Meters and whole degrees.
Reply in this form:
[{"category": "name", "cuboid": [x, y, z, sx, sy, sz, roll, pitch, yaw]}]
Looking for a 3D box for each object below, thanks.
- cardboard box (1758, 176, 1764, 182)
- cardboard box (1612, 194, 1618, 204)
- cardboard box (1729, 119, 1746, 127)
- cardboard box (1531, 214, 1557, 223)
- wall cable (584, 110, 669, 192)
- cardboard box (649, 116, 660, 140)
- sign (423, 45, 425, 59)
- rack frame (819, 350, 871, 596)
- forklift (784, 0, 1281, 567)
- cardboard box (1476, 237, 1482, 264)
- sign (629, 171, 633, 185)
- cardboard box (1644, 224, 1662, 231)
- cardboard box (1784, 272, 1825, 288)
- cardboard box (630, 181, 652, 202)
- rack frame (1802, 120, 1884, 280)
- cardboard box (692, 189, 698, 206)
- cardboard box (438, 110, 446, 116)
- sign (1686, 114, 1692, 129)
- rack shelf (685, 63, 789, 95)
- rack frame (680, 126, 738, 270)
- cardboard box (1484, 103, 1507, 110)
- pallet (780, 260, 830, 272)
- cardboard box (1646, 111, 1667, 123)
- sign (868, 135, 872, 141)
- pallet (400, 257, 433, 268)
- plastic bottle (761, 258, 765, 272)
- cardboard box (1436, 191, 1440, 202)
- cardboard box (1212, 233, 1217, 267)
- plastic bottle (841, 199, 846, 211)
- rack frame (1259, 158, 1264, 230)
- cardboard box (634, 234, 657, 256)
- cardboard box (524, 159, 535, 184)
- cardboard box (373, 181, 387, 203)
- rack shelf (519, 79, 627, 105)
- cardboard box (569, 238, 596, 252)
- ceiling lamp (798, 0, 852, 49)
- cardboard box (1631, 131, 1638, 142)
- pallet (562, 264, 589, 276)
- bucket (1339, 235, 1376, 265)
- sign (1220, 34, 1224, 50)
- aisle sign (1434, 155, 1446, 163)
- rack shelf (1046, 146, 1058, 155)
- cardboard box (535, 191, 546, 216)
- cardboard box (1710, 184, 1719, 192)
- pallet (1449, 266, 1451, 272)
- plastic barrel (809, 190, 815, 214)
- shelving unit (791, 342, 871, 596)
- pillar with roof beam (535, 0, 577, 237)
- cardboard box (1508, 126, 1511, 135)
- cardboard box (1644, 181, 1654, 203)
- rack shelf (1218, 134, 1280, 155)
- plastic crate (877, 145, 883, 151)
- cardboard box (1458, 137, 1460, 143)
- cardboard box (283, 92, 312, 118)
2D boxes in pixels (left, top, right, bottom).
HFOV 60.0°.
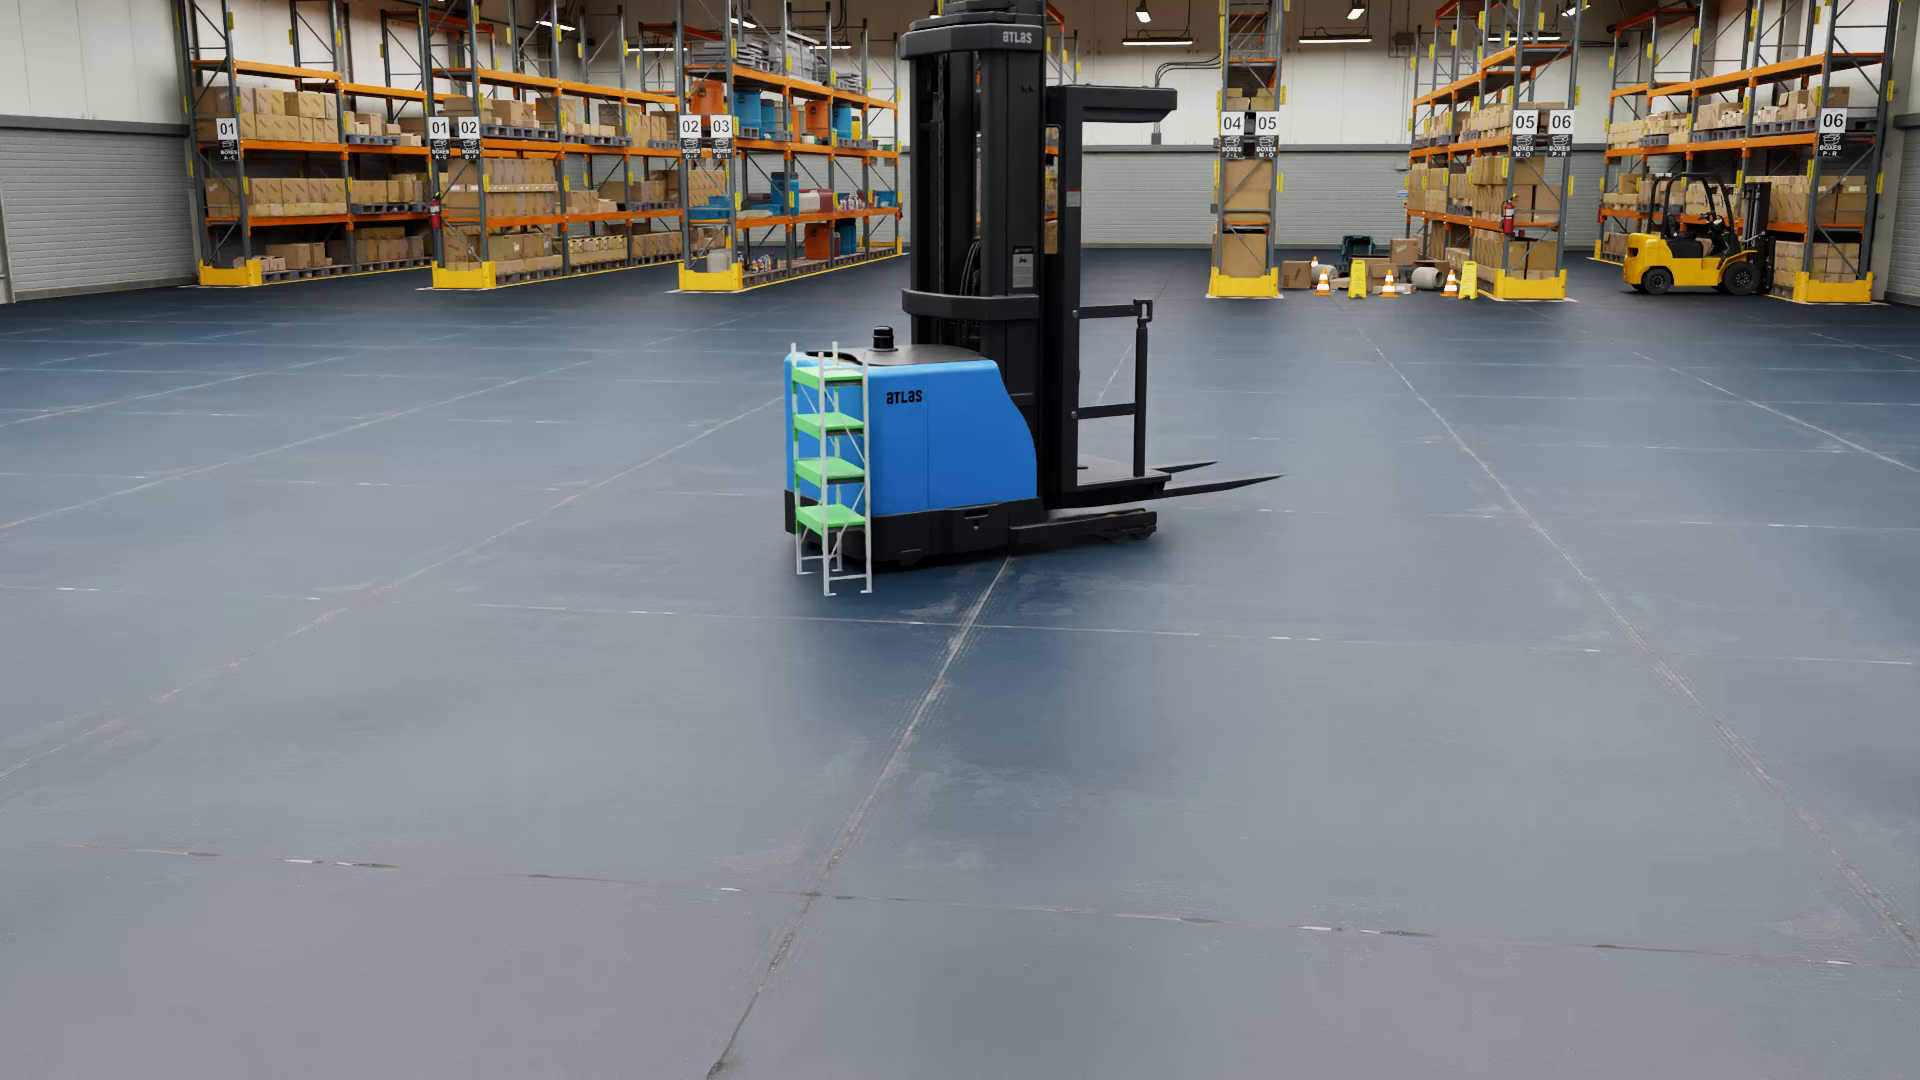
[{"category": "cardboard box", "cuboid": [15.057, -6.681, 30.889, 0.380, 0.149, 0.250, 2, 12, 10]}, {"category": "cardboard box", "cuboid": [16.879, -8.661, 42.211, 0.500, 0.250, 0.500, 2, 12, 8]}, {"category": "cardboard box", "cuboid": [15.391, -8.223, 32.774, 0.380, 0.149, 0.250, 2, 12, 9]}, {"category": "cardboard box", "cuboid": [10.258, -5.656, 29.212, 0.380, 0.149, 0.250, 2, 12, 9]}, {"category": "wall cable", "cuboid": [-10.790, -12.428, 53.172, 3.097, 2.526, 0.112, 2, 12, 9]}, {"category": "cardboard box", "cuboid": [-7.964, -10.382, 41.957, 0.600, 0.600, 0.600, 2, 12, 8]}, {"category": "sign", "cuboid": [-12.706, -11.595, 39.530, 0.100, 0.325, 0.005, 2, 12, 9]}, {"category": "rack frame", "cuboid": [-0.560, -0.320, 8.127, 0.240, 1.200, 0.015, -5, 13, -21]}, {"category": "forklift", "cuboid": [0.532, -1.503, 9.510, 3.031, 2.935, 1.130, -8, 14, -31]}, {"category": "cardboard box", "cuboid": [10.188, -5.549, 31.871, 0.500, 0.500, 0.500, 2, 12, 11]}, {"category": "sign", "cuboid": [-7.799, -8.571, 39.397, 0.100, 0.325, 0.005, 2, 12, 9]}, {"category": "cardboard box", "cuboid": [16.494, -7.430, 39.541, 0.380, 0.149, 0.250, 2, 12, 8]}, {"category": "cardboard box", "cuboid": [14.667, -4.524, 28.893, 0.500, 0.250, 0.500, 2, 12, 9]}, {"category": "cardboard box", "cuboid": [-8.033, -8.596, 41.024, 0.700, 0.500, 0.500, 4, 13, 19]}, {"category": "rack frame", "cuboid": [14.907, -5.554, 28.146, 1.000, 3.000, 0.127, 2, 12, 9]}, {"category": "cardboard box", "cuboid": [-7.310, -9.108, 44.399, 0.500, 0.500, 0.500, 2, 12, 10]}, {"category": "cardboard box", "cuboid": [-12.963, -10.817, 42.387, 0.500, 0.250, 0.500, 1, 12, 7]}, {"category": "sign", "cuboid": [15.601, -8.957, 35.587, 0.100, 0.325, 0.005, 2, 12, 9]}, {"category": "rack shelf", "cuboid": [-4.377, -8.998, 32.541, 1.077, 0.370, 4.000, 2, 12, 9]}, {"category": "rack frame", "cuboid": [-4.685, -6.196, 31.124, 1.000, 3.000, 0.127, 2, 12, 9]}, {"category": "cardboard box", "cuboid": [10.580, -8.515, 32.935, 0.500, 0.250, 0.500, 2, 12, 10]}, {"category": "pallet", "cuboid": [-3.612, -6.338, 38.402, 1.003, 0.211, 1.213, 2, 12, 9]}, {"category": "cardboard box", "cuboid": [16.361, -9.947, 39.080, 0.396, 0.266, 0.258, 2, 12, 8]}, {"category": "sign", "cuboid": [-2.296, -10.146, 42.313, 0.100, 0.325, 0.005, 2, 12, 9]}, {"category": "pallet", "cuboid": [-13.365, -6.657, 39.880, 1.003, 0.211, 1.213, 2, 12, 9]}, {"category": "plastic bottle", "cuboid": [-3.999, -5.579, 33.693, 0.097, 0.271, 0.097, 0, 12, 0]}, {"category": "cardboard box", "cuboid": [11.189, -7.874, 38.079, 0.500, 0.250, 0.500, 2, 12, 7]}, {"category": "cardboard box", "cuboid": [5.717, -5.924, 34.205, 1.050, 0.750, 0.750, 2, 12, 8]}, {"category": "plastic bottle", "cuboid": [-2.855, -8.169, 40.573, 0.152, 0.276, 0.135, 2, 12, 9]}, {"category": "rack frame", "cuboid": [6.325, -7.519, 37.263, 1.000, 3.000, 0.127, 2, 12, 9]}, {"category": "cardboard box", "cuboid": [-7.839, -7.315, 41.203, 0.500, 0.500, 0.500, 2, 12, 8]}, {"category": "cardboard box", "cuboid": [-9.179, -7.571, 34.187, 0.700, 0.500, 0.500, 2, 12, 9]}, {"category": "cardboard box", "cuboid": [-13.583, -7.973, 38.086, 0.700, 0.500, 0.500, 4, 13, 16]}, {"category": "rack shelf", "cuboid": [-8.656, -9.992, 37.153, 1.077, 0.370, 4.000, 2, 12, 9]}, {"category": "cardboard box", "cuboid": [-8.493, -6.615, 37.267, 0.500, 0.311, 0.500, 1, 12, 7]}, {"category": "ceiling lamp", "cuboid": [-4.233, -15.951, 48.293, 2.000, 3.185, 0.800, 2, 12, 9]}, {"category": "cardboard box", "cuboid": [16.649, -9.808, 40.413, 0.500, 0.250, 0.500, 1, 12, 7]}, {"category": "pallet", "cuboid": [-8.889, -5.981, 36.747, 1.003, 0.211, 1.213, 2, 12, 9]}, {"category": "bucket", "cuboid": [7.967, -5.726, 33.106, 0.726, 0.611, 0.620, 7, 4, 28]}, {"category": "sign", "cuboid": [5.788, -10.963, 36.596, 0.100, 0.325, 0.005, 2, 12, 9]}, {"category": "aisle sign", "cuboid": [12.780, -10.321, 44.093, 0.394, 0.787, 0.004, 2, 12, 9]}, {"category": "rack shelf", "cuboid": [1.747, -9.232, 39.798, 1.077, 0.370, 4.000, 2, 12, 9]}, {"category": "cardboard box", "cuboid": [-9.100, -7.036, 34.785, 0.700, 0.500, 0.500, 2, 12, 8]}, {"category": "cardboard box", "cuboid": [15.486, -7.156, 33.801, 0.380, 0.149, 0.250, 2, 12, 7]}, {"category": "pallet", "cuboid": [11.110, -5.854, 36.156, 1.003, 0.211, 1.213, 2, 12, 9]}, {"category": "plastic barrel", "cuboid": [-3.466, -7.607, 37.407, 0.421, 0.512, 0.421, 0, 12, 0]}, {"category": "shelving unit", "cuboid": [-0.648, -0.368, 8.349, 0.258, 1.200, 0.503, -5, 13, -21]}, {"category": "pillar with roof beam", "cuboid": [-8.199, -13.231, 49.527, 9.100, 9.000, 0.548, 2, 12, 9]}, {"category": "cardboard box", "cuboid": [9.780, -7.141, 28.986, 0.380, 0.149, 0.250, 2, 12, 9]}, {"category": "cardboard box", "cuboid": [16.377, -8.105, 38.749, 0.700, 0.500, 0.500, 2, 12, 9]}, {"category": "rack shelf", "cuboid": [5.402, -7.385, 31.227, 1.077, 0.370, 4.000, 2, 12, 9]}, {"category": "plastic crate", "cuboid": [-2.297, -10.426, 44.257, 0.437, 0.136, 0.530, 2, 12, 9]}, {"category": "cardboard box", "cuboid": [11.015, -8.663, 36.048, 0.380, 0.149, 0.250, 2, 12, 9]}, {"category": "cardboard box", "cuboid": [-13.812, -9.027, 34.481, 0.500, 0.500, 0.500, 1, 12, 7]}]
